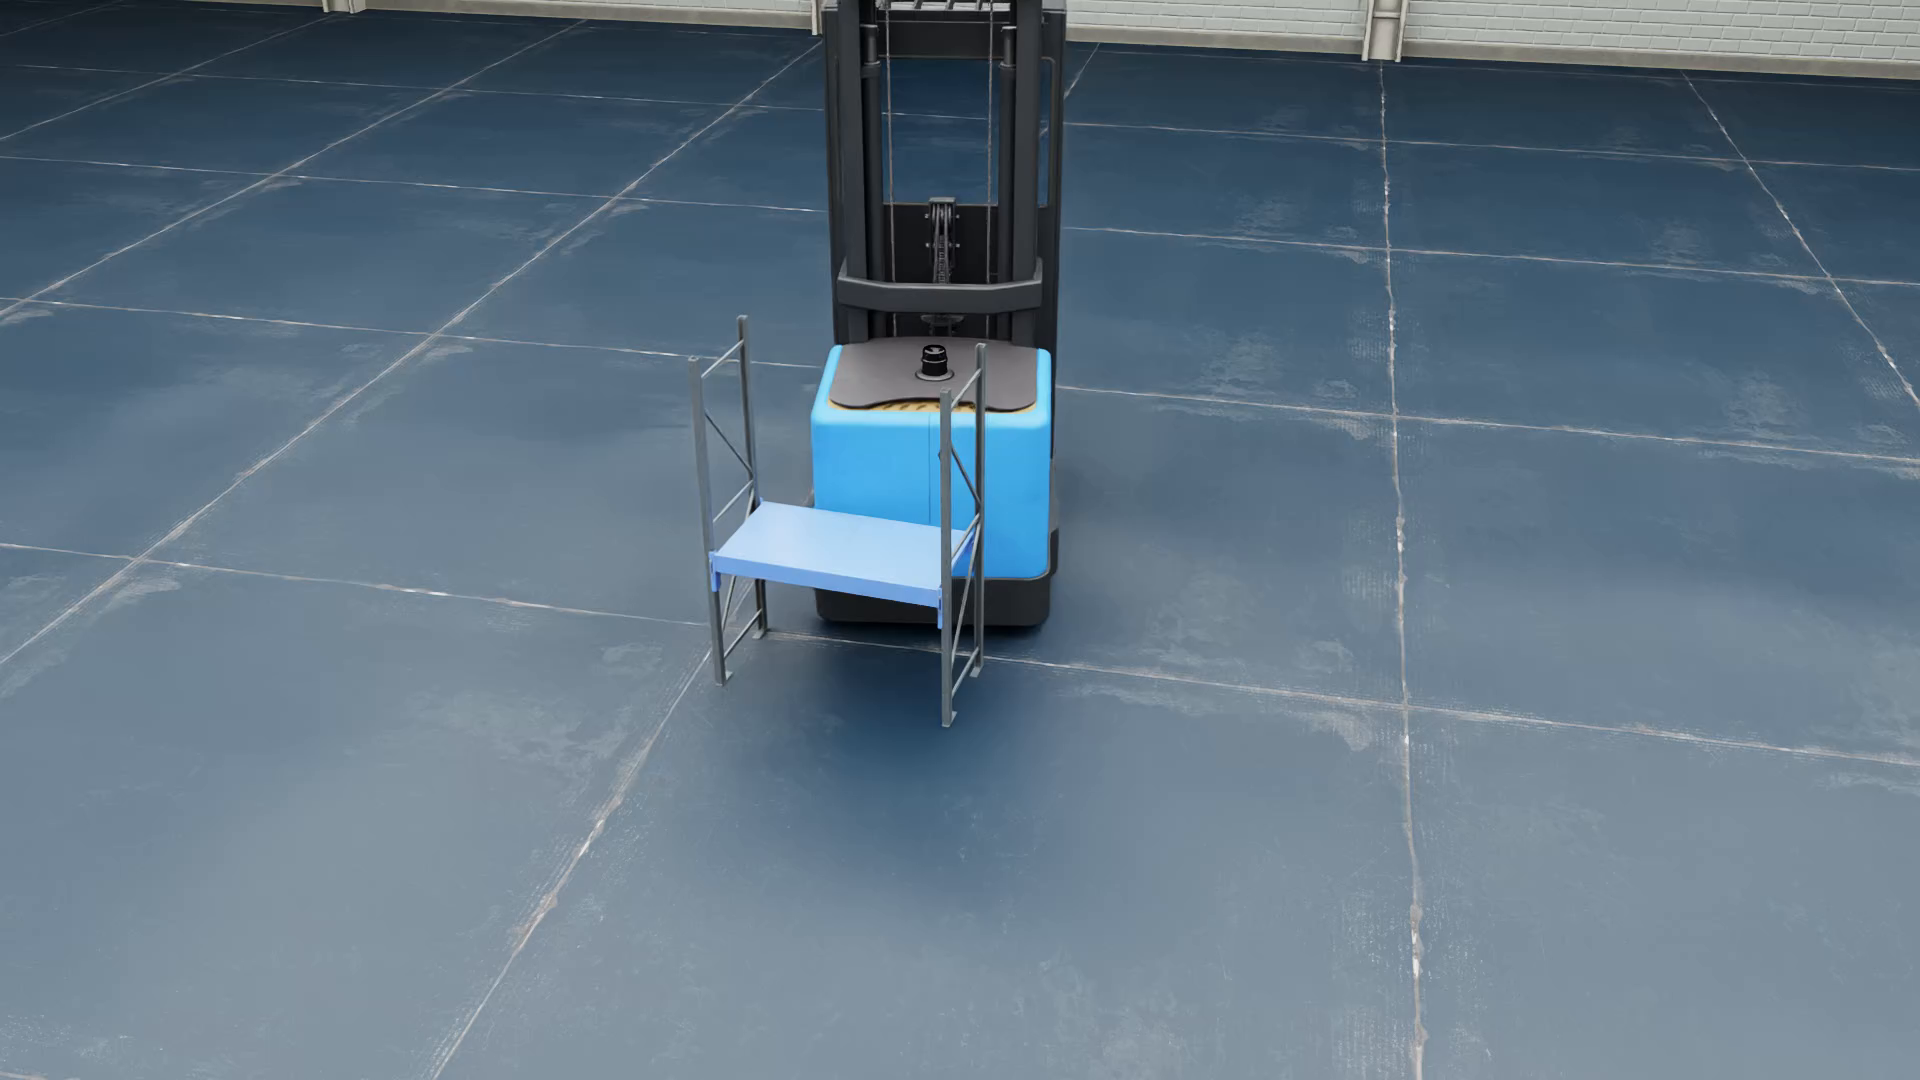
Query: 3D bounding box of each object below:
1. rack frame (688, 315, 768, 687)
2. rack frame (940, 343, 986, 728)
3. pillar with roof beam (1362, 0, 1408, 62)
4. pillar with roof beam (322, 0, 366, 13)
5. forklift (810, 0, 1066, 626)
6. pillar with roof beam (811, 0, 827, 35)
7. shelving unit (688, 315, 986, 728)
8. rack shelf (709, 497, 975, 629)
[{"bbox_3d":[-0.957,-0.146,6.954,0.032,1.500,0.500,9,30,15],"label":"rack frame"},{"bbox_3d":[0.014,0.000,6.689,0.032,1.500,0.500,9,30,15],"label":"rack frame"},{"bbox_3d":[3.543,-7.014,11.690,0.400,9.000,9.100,6,29,11],"label":"pillar with roof beam"},{"bbox_3d":[-8.193,-8.217,13.888,0.400,9.000,9.100,6,29,11],"label":"pillar with roof beam"},{"bbox_3d":[-0.059,-1.575,8.074,1.130,2.935,3.031,1,29,2],"label":"forklift"},{"bbox_3d":[-2.325,-7.615,12.789,0.400,9.000,9.100,6,29,11],"label":"pillar with roof beam"},{"bbox_3d":[-0.472,-0.073,6.822,1.048,1.500,0.538,9,30,15],"label":"shelving unit"},{"bbox_3d":[-0.472,0.085,6.908,1.000,0.185,0.538,9,30,15],"label":"rack shelf"}]
